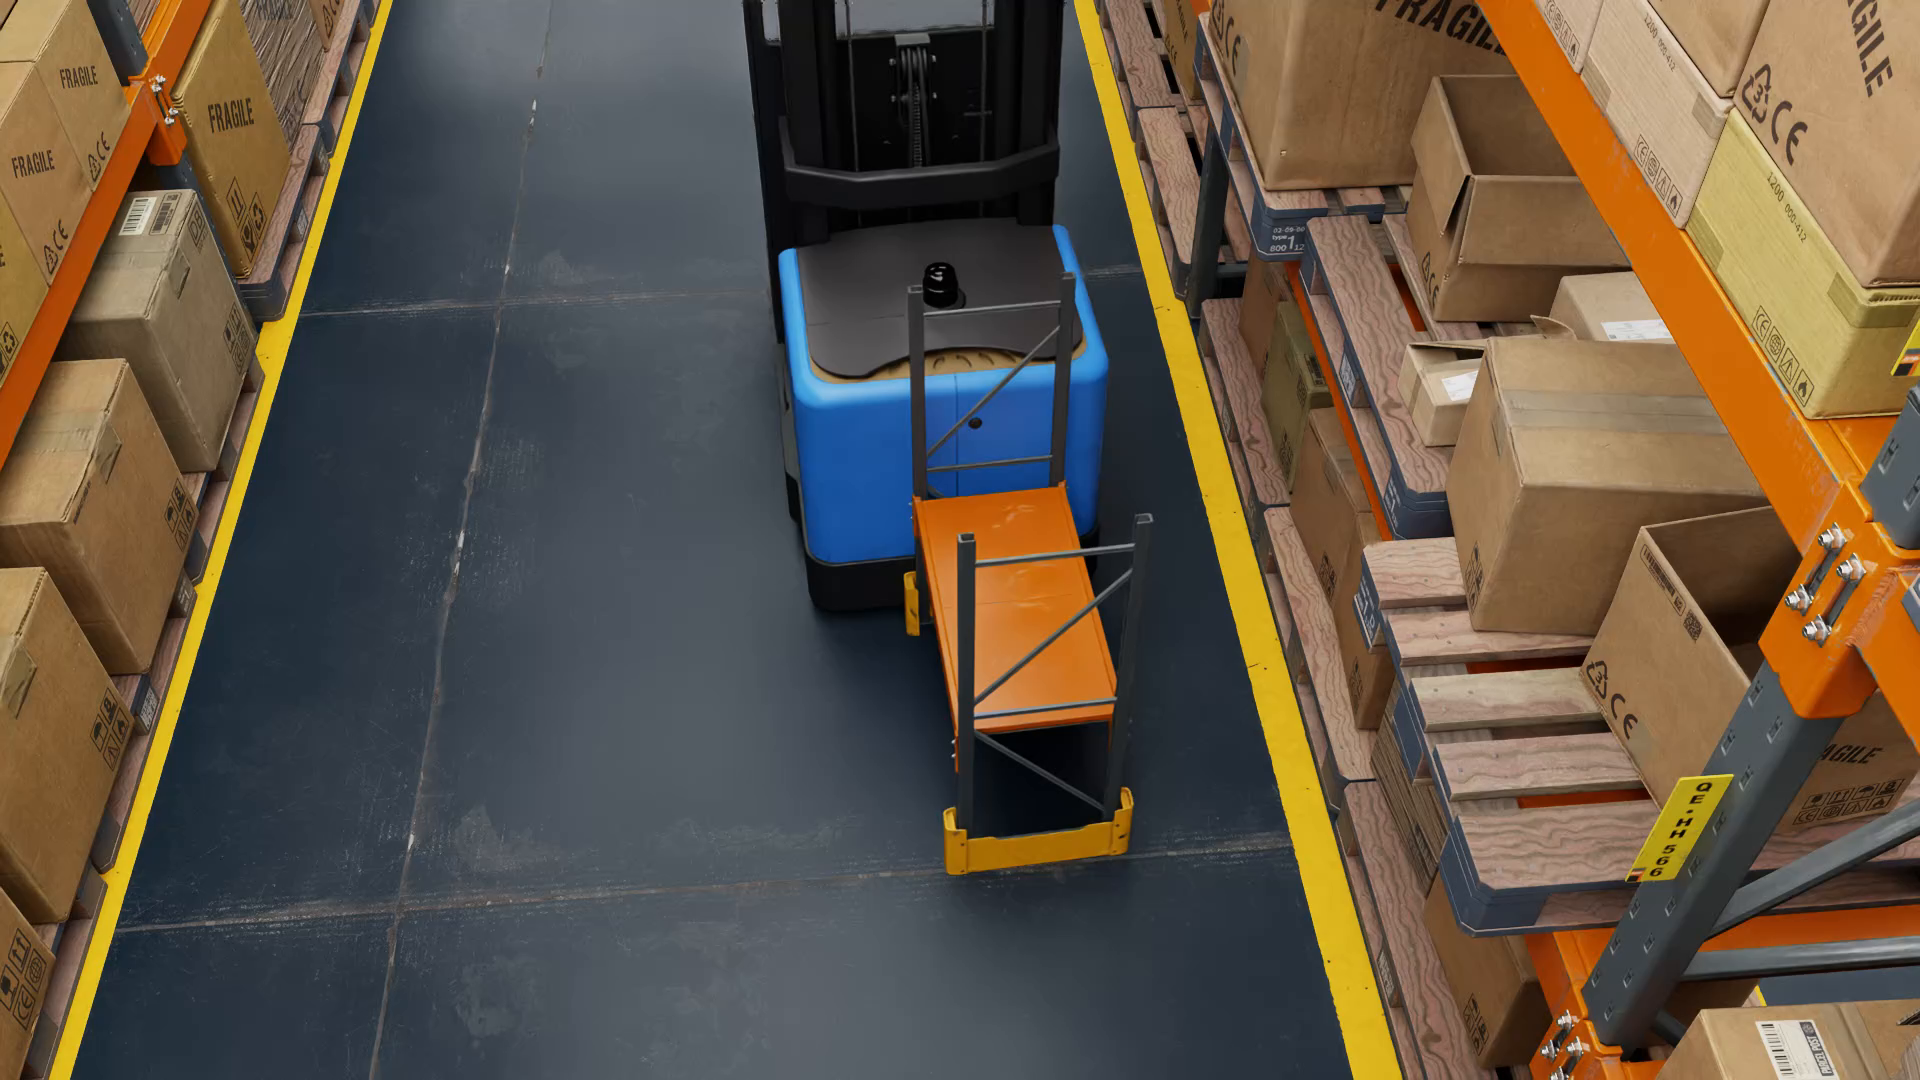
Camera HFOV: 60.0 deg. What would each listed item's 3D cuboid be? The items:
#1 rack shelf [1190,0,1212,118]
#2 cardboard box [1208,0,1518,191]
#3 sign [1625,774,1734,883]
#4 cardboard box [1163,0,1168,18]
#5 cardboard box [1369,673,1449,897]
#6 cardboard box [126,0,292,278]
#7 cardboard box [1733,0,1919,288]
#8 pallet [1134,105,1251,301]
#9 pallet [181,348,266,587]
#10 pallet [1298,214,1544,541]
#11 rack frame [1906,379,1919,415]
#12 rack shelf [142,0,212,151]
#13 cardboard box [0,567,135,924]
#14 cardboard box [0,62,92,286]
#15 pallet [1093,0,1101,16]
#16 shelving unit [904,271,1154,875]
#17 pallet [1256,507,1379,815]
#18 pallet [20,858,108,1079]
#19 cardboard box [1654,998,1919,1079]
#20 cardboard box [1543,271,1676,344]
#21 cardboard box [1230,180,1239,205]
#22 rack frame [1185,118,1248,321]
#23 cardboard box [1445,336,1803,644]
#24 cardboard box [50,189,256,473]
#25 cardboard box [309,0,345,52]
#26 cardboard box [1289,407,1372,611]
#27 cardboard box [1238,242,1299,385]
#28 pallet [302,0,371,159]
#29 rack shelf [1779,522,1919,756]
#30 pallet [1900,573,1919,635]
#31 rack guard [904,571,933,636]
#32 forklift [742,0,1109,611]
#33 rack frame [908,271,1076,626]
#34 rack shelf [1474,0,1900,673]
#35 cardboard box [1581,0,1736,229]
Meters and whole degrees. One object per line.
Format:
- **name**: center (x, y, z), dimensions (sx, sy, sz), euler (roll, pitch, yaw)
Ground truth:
- **rack shelf**: center (1.314, -3.247, 7.755), dimensions (1.077, 0.370, 4.000), euler (-3, 47, -3)
- **cardboard box**: center (1.409, -1.815, 5.200), dimensions (1.000, 1.000, 1.000), euler (-3, 47, -3)
- **sign**: center (1.277, 0.516, 2.953), dimensions (0.100, 0.325, 0.005), euler (-3, 47, -3)
- **cardboard box**: center (1.300, -2.889, 8.352), dimensions (0.500, 0.500, 0.500), euler (0, 47, 0)
- **cardboard box**: center (1.681, 0.671, 4.967), dimensions (0.700, 0.500, 0.500), euler (-7, 47, -7)
- **cardboard box**: center (-3.452, -1.692, 6.961), dimensions (0.875, 0.875, 0.875), euler (-3, 47, -3)
- **cardboard box**: center (1.527, -0.721, 2.388), dimensions (0.500, 0.500, 0.500), euler (-2, 47, -2)
- **pallet**: center (1.390, -1.572, 7.594), dimensions (1.003, 0.211, 1.213), euler (-3, 47, -3)
- **pallet**: center (-3.330, -0.306, 6.395), dimensions (1.003, 0.211, 1.213), euler (-3, 47, -3)
- **pallet**: center (1.610, -0.517, 4.806), dimensions (1.003, 0.211, 1.213), euler (-3, 47, -3)
- **rack frame**: center (1.817, -1.216, 1.204), dimensions (1.000, 3.000, 0.127), euler (-3, 47, -3)
- **rack shelf**: center (-3.637, -3.019, 7.538), dimensions (1.077, 0.370, 4.000), euler (-3, 47, -3)
- **cardboard box**: center (-3.172, 0.626, 4.851), dimensions (1.050, 0.750, 0.750), euler (-3, 47, -3)
- **cardboard box**: center (-3.117, -1.126, 5.182), dimensions (0.500, 0.500, 0.500), euler (-4, 47, -4)
- **pallet**: center (1.186, -3.338, 9.266), dimensions (1.003, 0.211, 1.213), euler (-3, 47, -3)
- **shelving unit**: center (0.170, 0.126, 5.098), dimensions (0.587, 1.500, 1.083), euler (-6, 47, -6)
- **pallet**: center (1.654, 0.360, 5.764), dimensions (1.003, 0.211, 1.213), euler (-3, 47, -3)
- **pallet**: center (-3.125, 1.459, 4.723), dimensions (1.003, 0.211, 1.213), euler (-3, 47, -3)
- **cardboard box**: center (1.586, 1.181, 2.997), dimensions (0.500, 0.500, 0.500), euler (-2, 47, -2)
- **cardboard box**: center (1.906, -0.473, 4.446), dimensions (0.500, 0.250, 0.500), euler (-5, 47, -4)
- **cardboard box**: center (1.488, -1.624, 7.154), dimensions (0.500, 0.500, 0.500), euler (-5, 47, -5)
- **rack frame**: center (1.482, -2.047, 6.123), dimensions (1.000, 3.000, 0.127), euler (-3, 47, -3)
- **cardboard box**: center (1.585, -0.118, 3.938), dimensions (0.700, 0.500, 0.500), euler (3, 47, 3)
- **cardboard box**: center (-3.328, -0.746, 6.151), dimensions (1.050, 0.750, 0.750), euler (-4, 47, -3)
- **cardboard box**: center (-3.606, -3.004, 8.203), dimensions (0.875, 0.875, 0.875), euler (-4, 47, -4)
- **cardboard box**: center (1.580, -0.142, 5.738), dimensions (0.700, 0.500, 0.500), euler (-7, 47, -7)
- **cardboard box**: center (1.512, -0.893, 6.449), dimensions (0.700, 0.500, 0.500), euler (-7, 47, -6)
- **pallet**: center (-3.560, -2.300, 8.283), dimensions (1.003, 0.211, 1.213), euler (-3, 47, -3)
- **rack shelf**: center (1.984, 1.510, 1.184), dimensions (1.077, 0.370, 4.000), euler (-3, 47, -3)
- **pallet**: center (1.923, 0.343, 1.923), dimensions (1.213, 0.211, 1.003), euler (-2, 47, -1)
- **rack guard**: center (0.098, 0.198, 5.890), dimensions (0.587, 0.250, 0.087), euler (-6, 47, -6)
- **forklift**: center (-0.227, -1.837, 5.971), dimensions (1.130, 2.935, 3.031), euler (-6, 47, -6)
- **rack frame**: center (0.095, -0.246, 5.450), dimensions (0.500, 1.500, 0.032), euler (-6, 47, -6)
- **rack shelf**: center (1.649, -1.384, 3.925), dimensions (1.077, 0.370, 4.000), euler (-3, 47, -3)
- **cardboard box**: center (1.477, -0.820, 2.998), dimensions (0.500, 0.250, 0.500), euler (-4, 47, -3)
